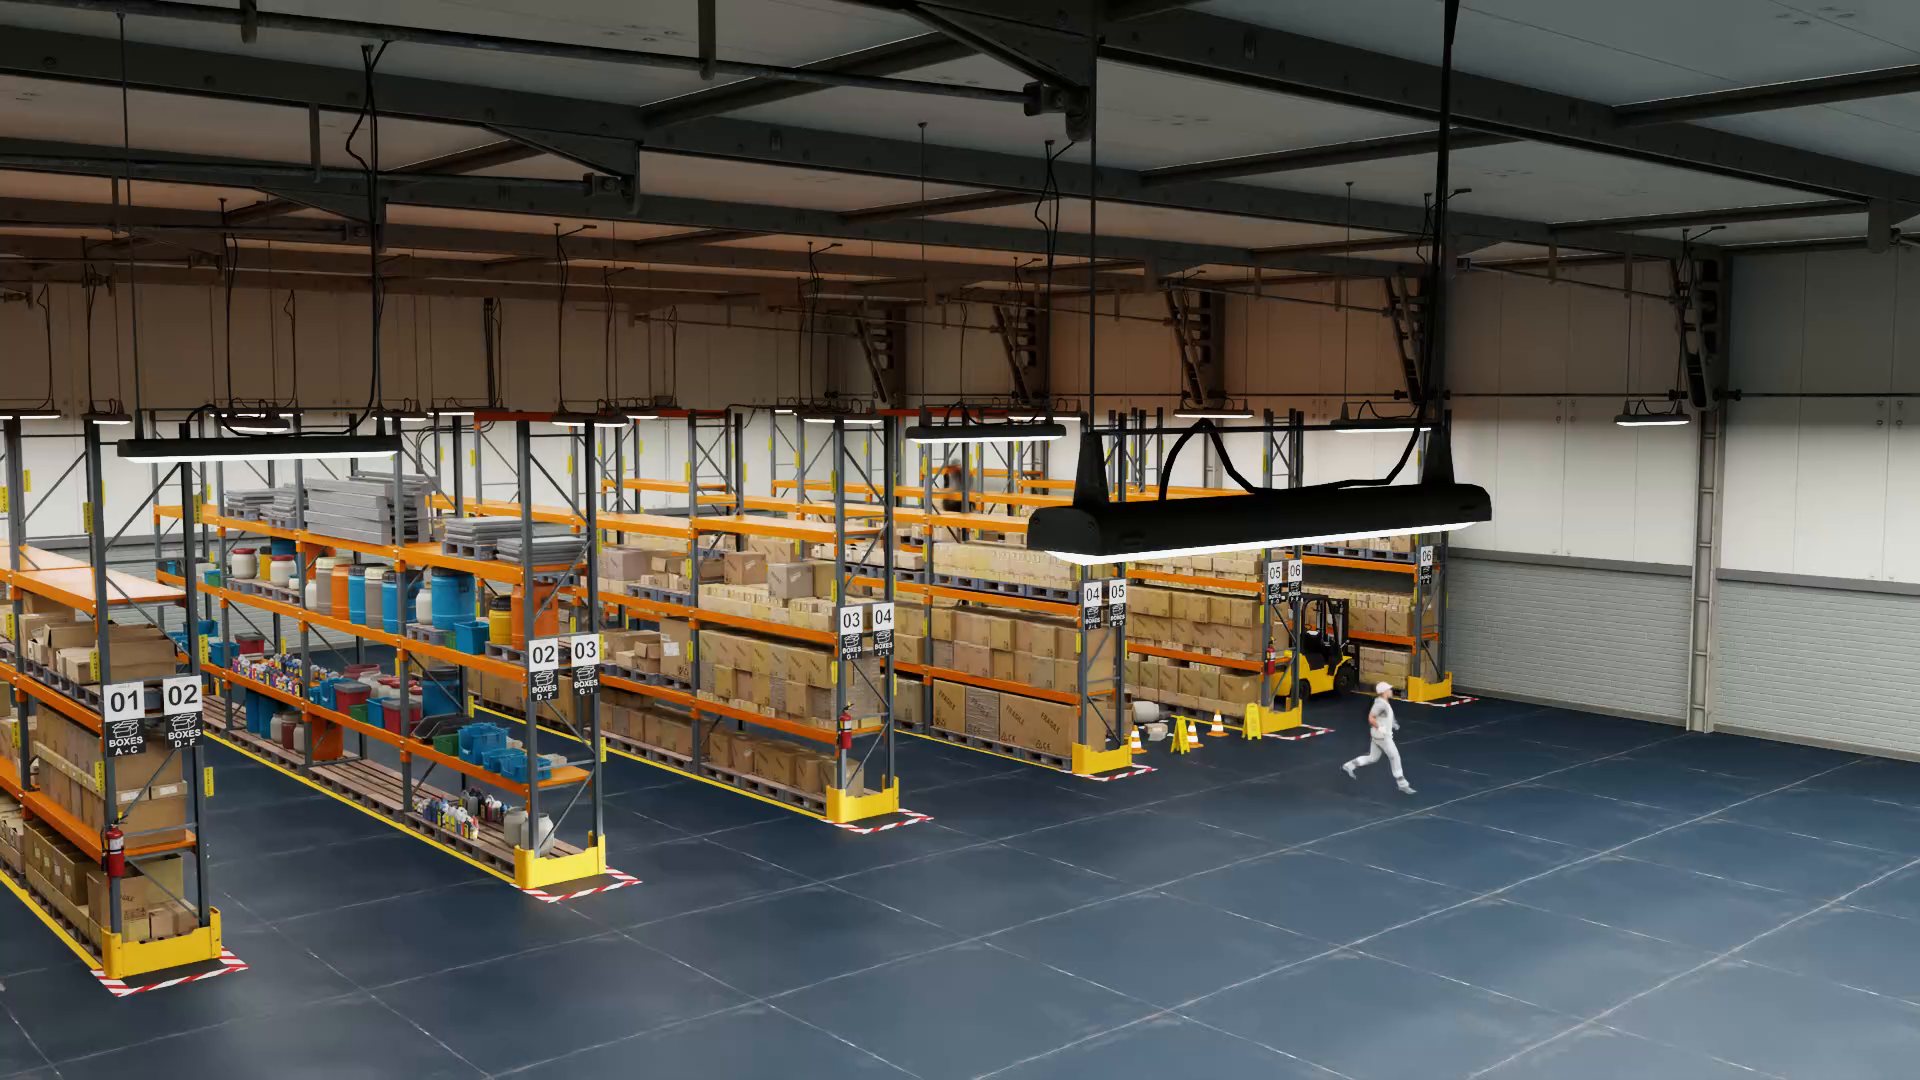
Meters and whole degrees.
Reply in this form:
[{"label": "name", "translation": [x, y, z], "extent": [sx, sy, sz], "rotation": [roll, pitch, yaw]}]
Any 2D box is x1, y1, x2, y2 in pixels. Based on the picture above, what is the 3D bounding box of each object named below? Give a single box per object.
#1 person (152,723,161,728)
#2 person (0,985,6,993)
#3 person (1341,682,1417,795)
[{"label": "person", "translation": [-13.611, 3.044, 27.883], "extent": [0.934, 1.648, 0.601], "rotation": [5, 7, 43]}, {"label": "person", "translation": [-10.645, 3.918, 17.784], "extent": [1.091, 1.757, 0.672], "rotation": [3, 6, 32]}, {"label": "person", "translation": [6.671, 3.133, 26.420], "extent": [1.169, 1.782, 0.610], "rotation": [0, 5, 2]}]
